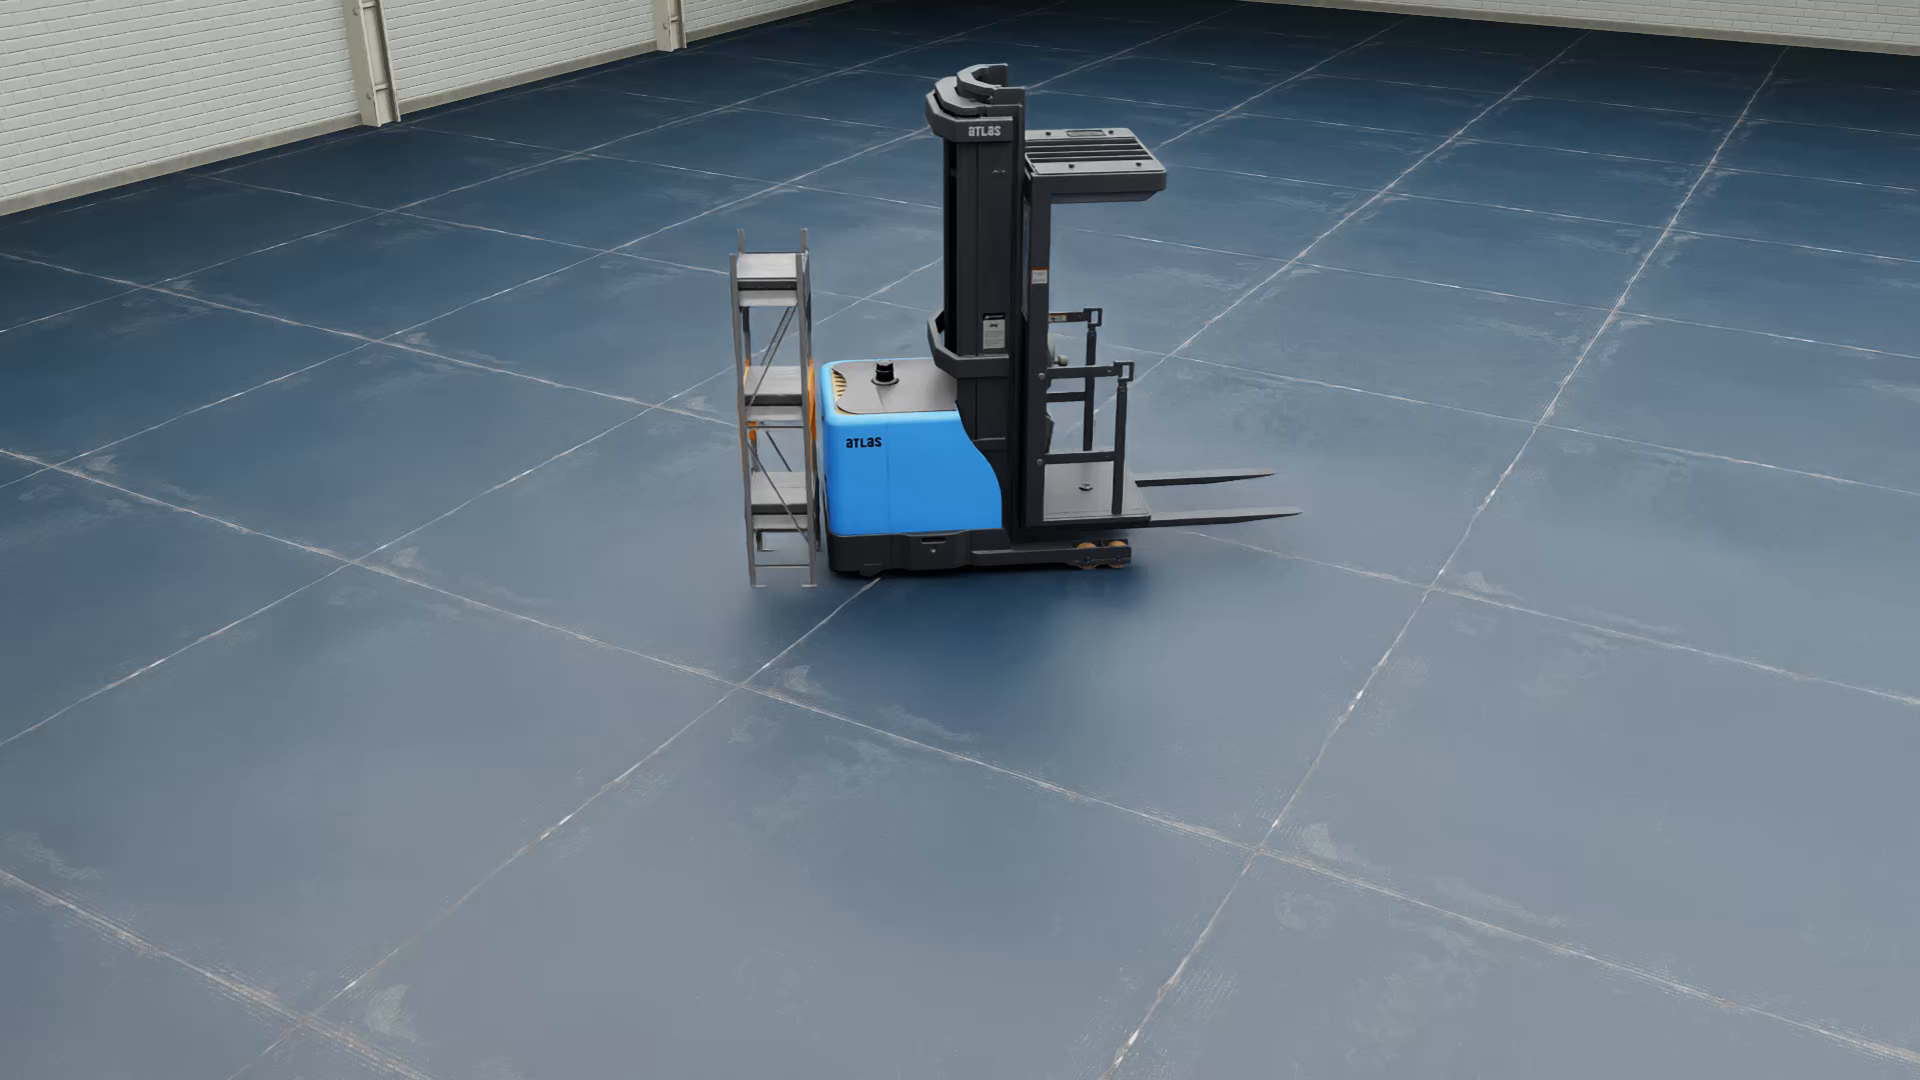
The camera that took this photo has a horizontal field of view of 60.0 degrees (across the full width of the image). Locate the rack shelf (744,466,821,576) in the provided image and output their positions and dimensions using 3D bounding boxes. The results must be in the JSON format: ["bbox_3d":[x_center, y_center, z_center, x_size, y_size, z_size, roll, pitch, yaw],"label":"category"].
[{"bbox_3d":[-1.085,-0.121,10.240,0.431,0.518,0.480,-1,27,-1],"label":"rack shelf"}]

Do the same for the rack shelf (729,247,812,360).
[{"bbox_3d":[-1.085,-1.372,9.613,0.431,0.518,0.480,-1,27,-1],"label":"rack shelf"}]

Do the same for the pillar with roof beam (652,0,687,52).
[{"bbox_3d":[-0.809,-10.830,22.331,9.100,9.000,0.400,14,30,26],"label":"pillar with roof beam"}]

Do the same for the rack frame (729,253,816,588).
[{"bbox_3d":[-1.079,-0.650,9.702,0.400,2.100,0.015,-1,27,-1],"label":"rack frame"}]

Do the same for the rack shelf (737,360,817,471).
[{"bbox_3d":[-1.085,-0.747,9.926,0.431,0.518,0.480,-1,27,-1],"label":"rack shelf"}]

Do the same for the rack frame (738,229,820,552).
[{"bbox_3d":[-1.091,-0.868,10.138,0.400,2.100,0.015,-1,27,-1],"label":"rack frame"}]

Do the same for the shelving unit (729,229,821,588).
[{"bbox_3d":[-1.085,-0.759,9.920,0.431,2.100,0.503,-1,27,-1],"label":"shelving unit"}]

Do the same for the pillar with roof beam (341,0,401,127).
[{"bbox_3d":[-3.760,-8.491,17.660,9.100,9.000,0.400,14,30,26],"label":"pillar with roof beam"}]

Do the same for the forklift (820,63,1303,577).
[{"bbox_3d":[0.647,-1.358,10.189,3.031,2.935,1.130,-3,27,-6],"label":"forklift"}]
